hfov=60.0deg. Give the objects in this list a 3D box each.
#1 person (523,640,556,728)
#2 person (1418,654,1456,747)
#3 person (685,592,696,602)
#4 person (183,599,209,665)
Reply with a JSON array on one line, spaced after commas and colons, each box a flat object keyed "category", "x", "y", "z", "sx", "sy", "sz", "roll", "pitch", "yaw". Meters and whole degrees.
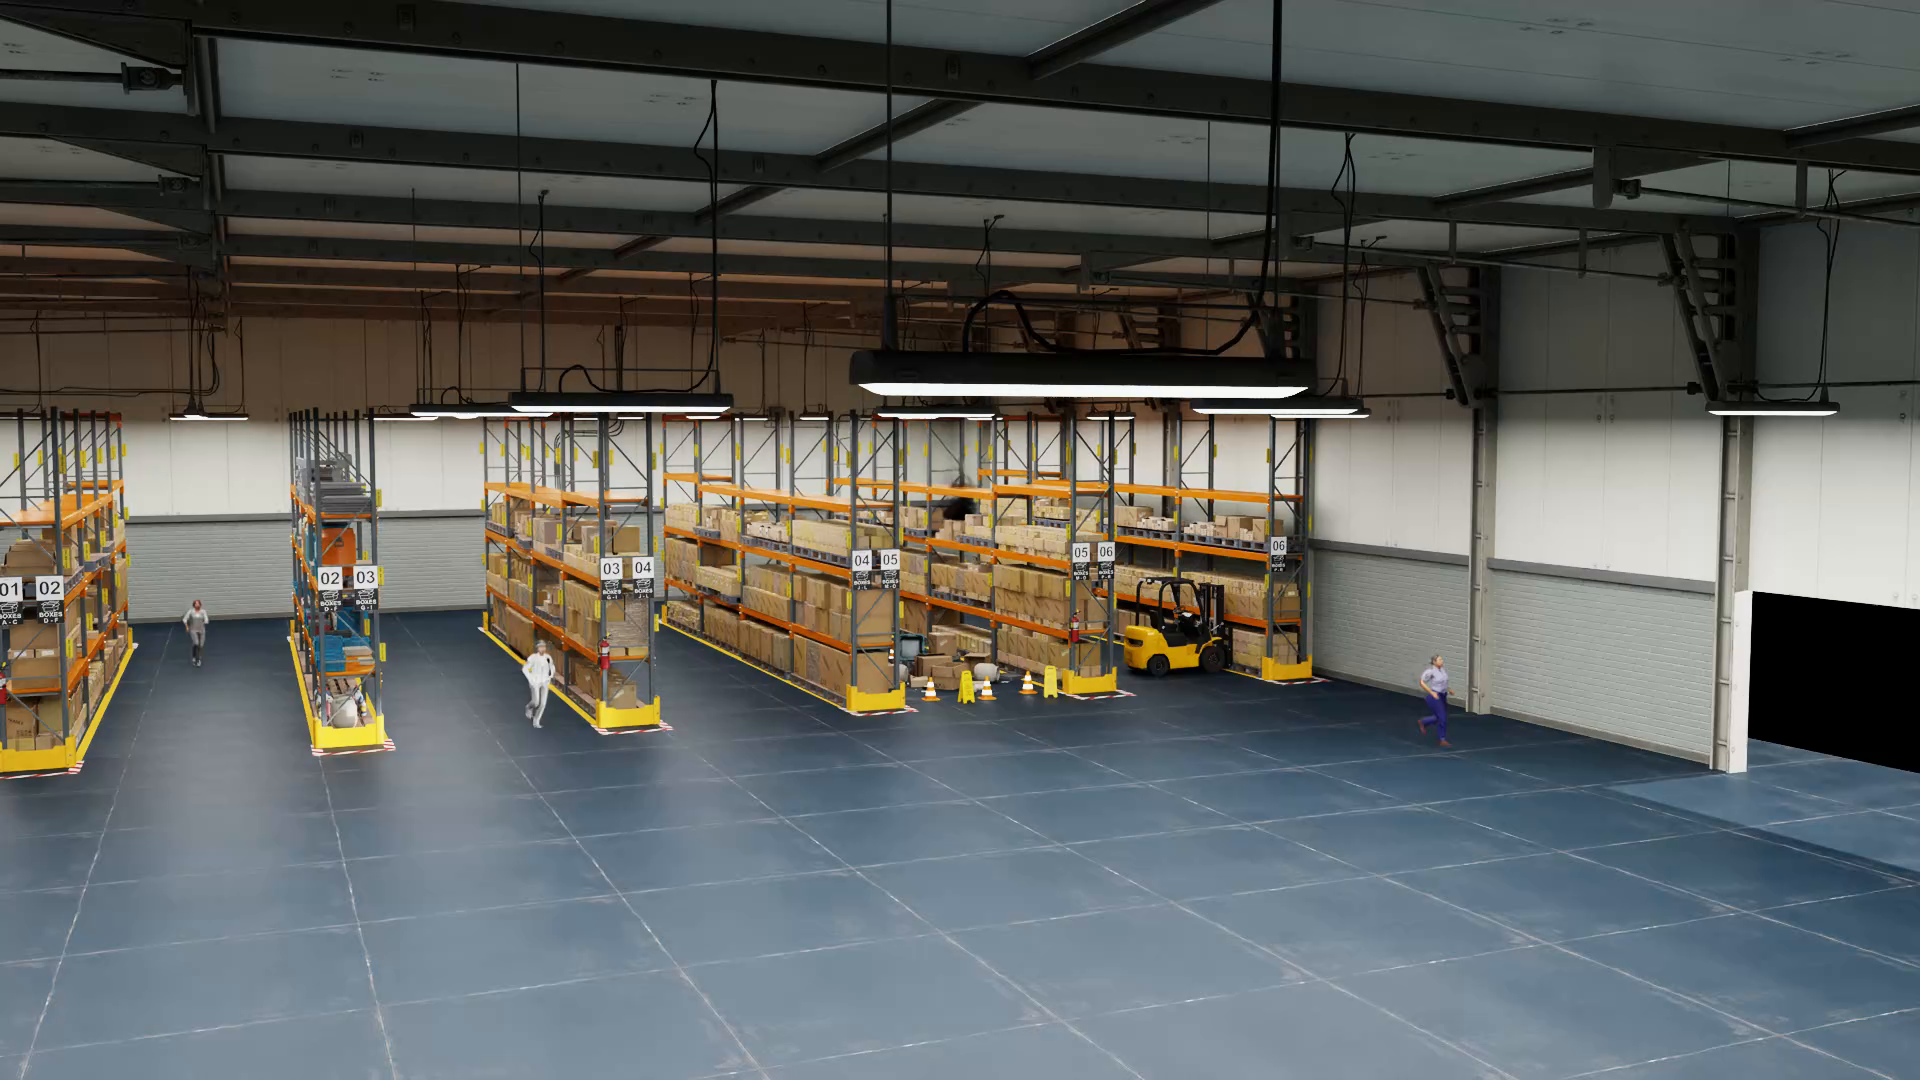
[{"category": "person", "x": -7.976, "y": 2.705, "z": 31.554, "sx": 0.617, "sy": 1.666, "sz": 0.551, "roll": -2, "pitch": 5, "yaw": -31}, {"category": "person", "x": 8.494, "y": 2.850, "z": 29.710, "sx": 0.607, "sy": 1.631, "sz": 0.703, "roll": -4, "pitch": 5, "yaw": -43}, {"category": "person", "x": -7.848, "y": 1.425, "z": 49.193, "sx": 0.788, "sy": 1.695, "sz": 0.666, "roll": -2, "pitch": 5, "yaw": -28}, {"category": "person", "x": -17.962, "y": 2.181, "z": 39.158, "sx": 0.511, "sy": 1.564, "sz": 0.621, "roll": -3, "pitch": 5, "yaw": -38}]
